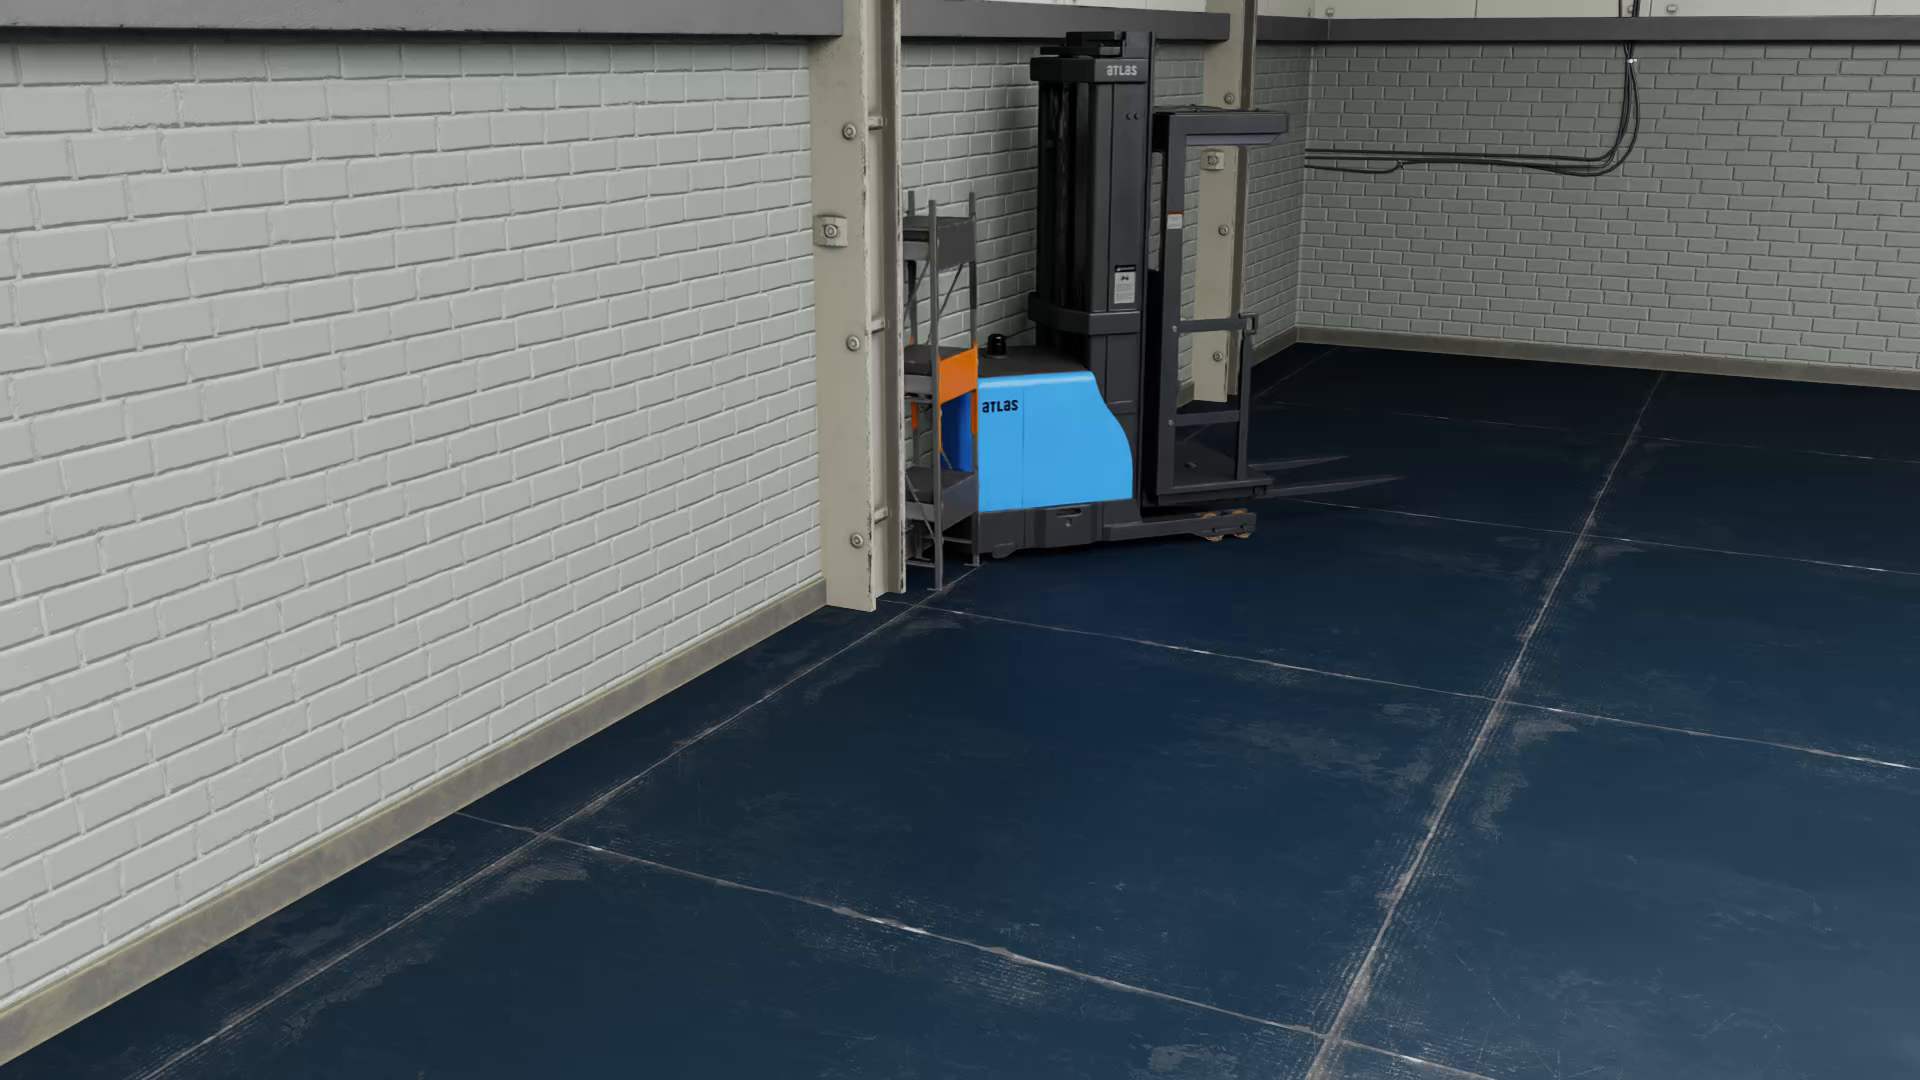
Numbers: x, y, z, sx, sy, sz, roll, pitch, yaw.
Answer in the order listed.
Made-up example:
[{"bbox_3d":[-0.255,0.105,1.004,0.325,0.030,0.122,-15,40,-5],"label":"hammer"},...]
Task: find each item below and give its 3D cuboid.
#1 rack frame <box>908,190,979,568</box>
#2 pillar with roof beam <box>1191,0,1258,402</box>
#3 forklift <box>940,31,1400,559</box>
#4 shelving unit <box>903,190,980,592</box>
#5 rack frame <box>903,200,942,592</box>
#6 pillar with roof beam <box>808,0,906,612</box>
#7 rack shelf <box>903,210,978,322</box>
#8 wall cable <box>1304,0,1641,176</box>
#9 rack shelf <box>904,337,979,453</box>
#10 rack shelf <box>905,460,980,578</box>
[{"bbox_3d":[-0.086,-0.873,9.258,0.400,2.100,0.015,7,18,24],"label":"rack frame"},{"bbox_3d":[6.015,-4.986,11.007,9.100,9.000,0.400,8,18,25],"label":"pillar with roof beam"},{"bbox_3d":[1.266,-1.533,10.037,3.031,2.935,1.130,-6,17,-19],"label":"forklift"},{"bbox_3d":[-0.190,-0.809,9.046,0.431,2.100,0.503,7,18,24],"label":"shelving unit"},{"bbox_3d":[-0.294,-0.745,8.835,0.400,2.100,0.015,7,18,24],"label":"rack frame"},{"bbox_3d":[3.334,-3.458,5.861,9.100,9.000,0.400,8,18,25],"label":"pillar with roof beam"},{"bbox_3d":[-0.198,-1.467,8.851,0.431,0.518,0.480,7,18,24],"label":"rack shelf"},{"bbox_3d":[4.663,-4.627,15.253,3.097,2.526,0.112,8,18,25],"label":"wall cable"},{"bbox_3d":[-0.189,-0.796,9.050,0.431,0.518,0.480,7,18,24],"label":"rack shelf"},{"bbox_3d":[-0.181,-0.125,9.249,0.431,0.518,0.480,7,18,24],"label":"rack shelf"}]
